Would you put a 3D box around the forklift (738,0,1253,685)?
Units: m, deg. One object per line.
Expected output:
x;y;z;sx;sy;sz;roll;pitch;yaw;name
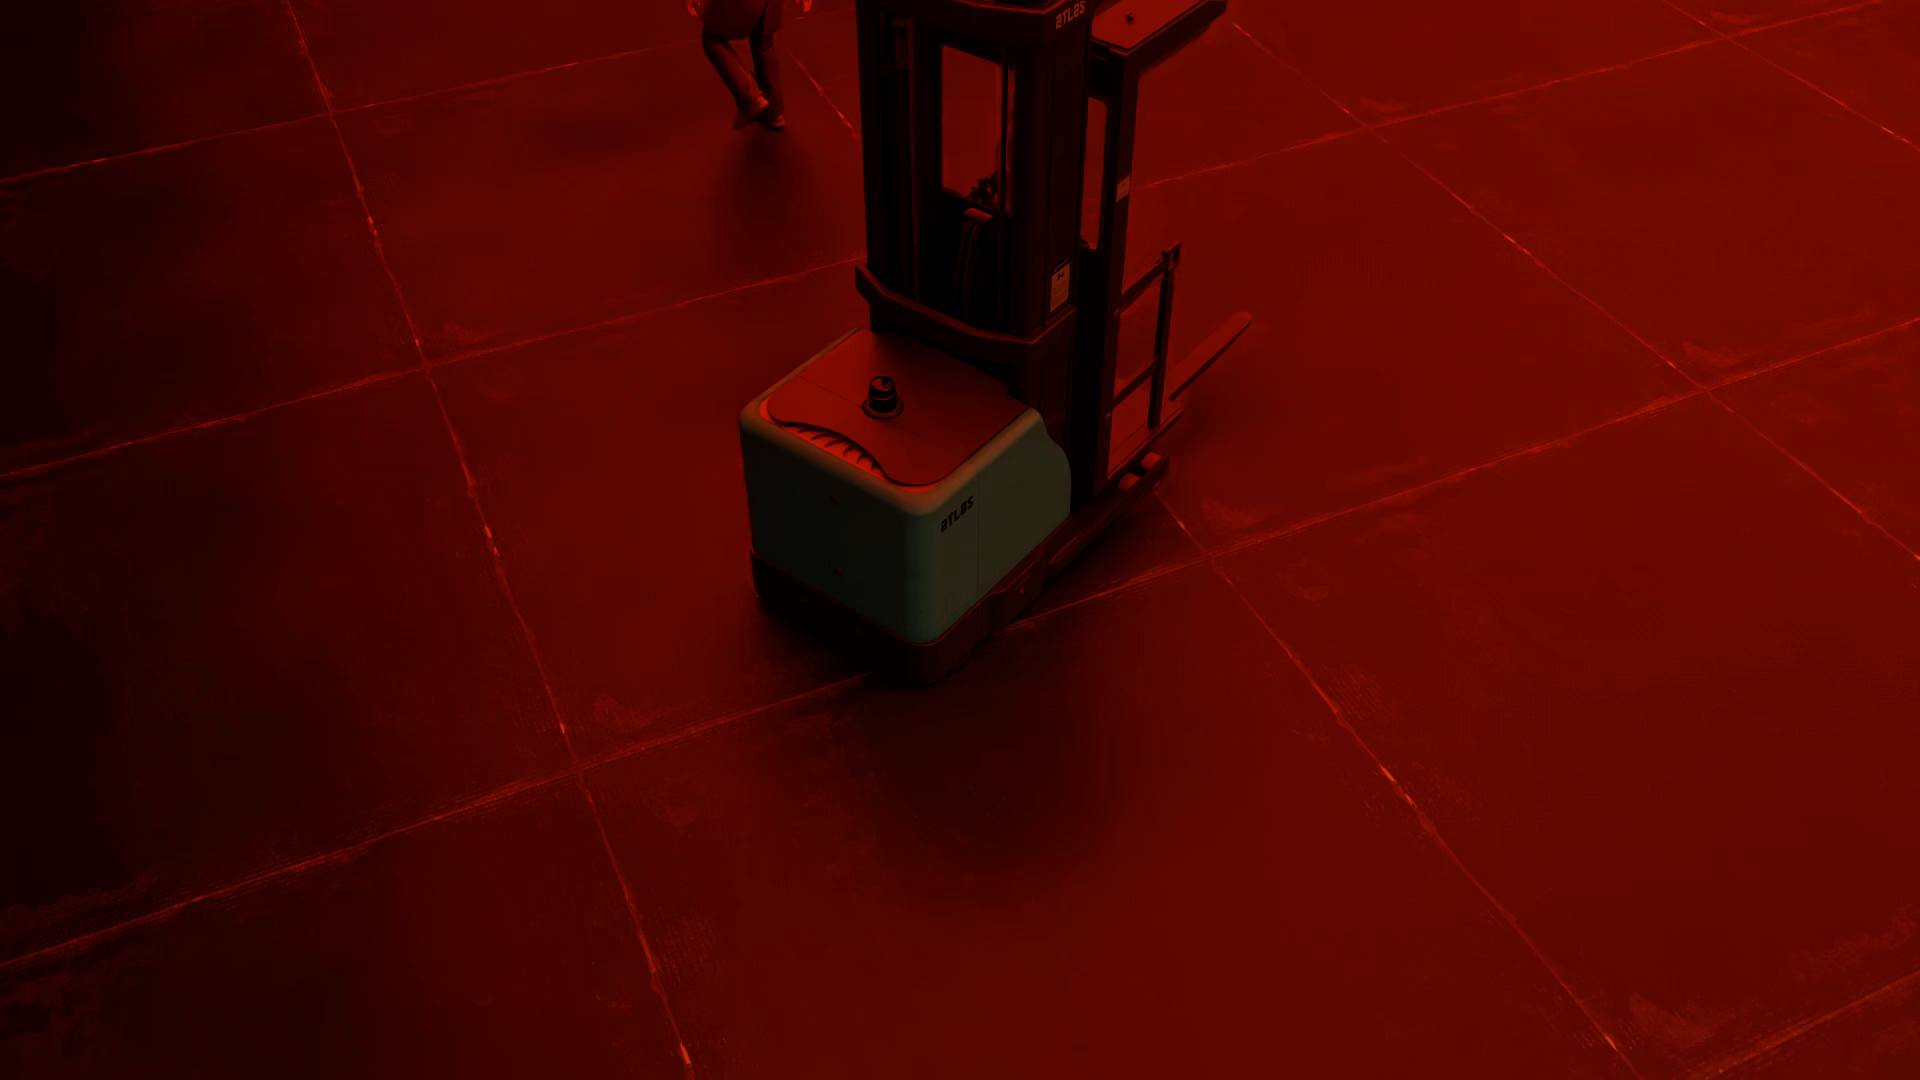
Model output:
0.363;-1.413;7.194;1.130;2.935;3.031;28;50;26;forklift

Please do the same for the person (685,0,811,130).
-1.280;-3.322;10.102;0.782;1.758;0.525;-28;50;-27;person
